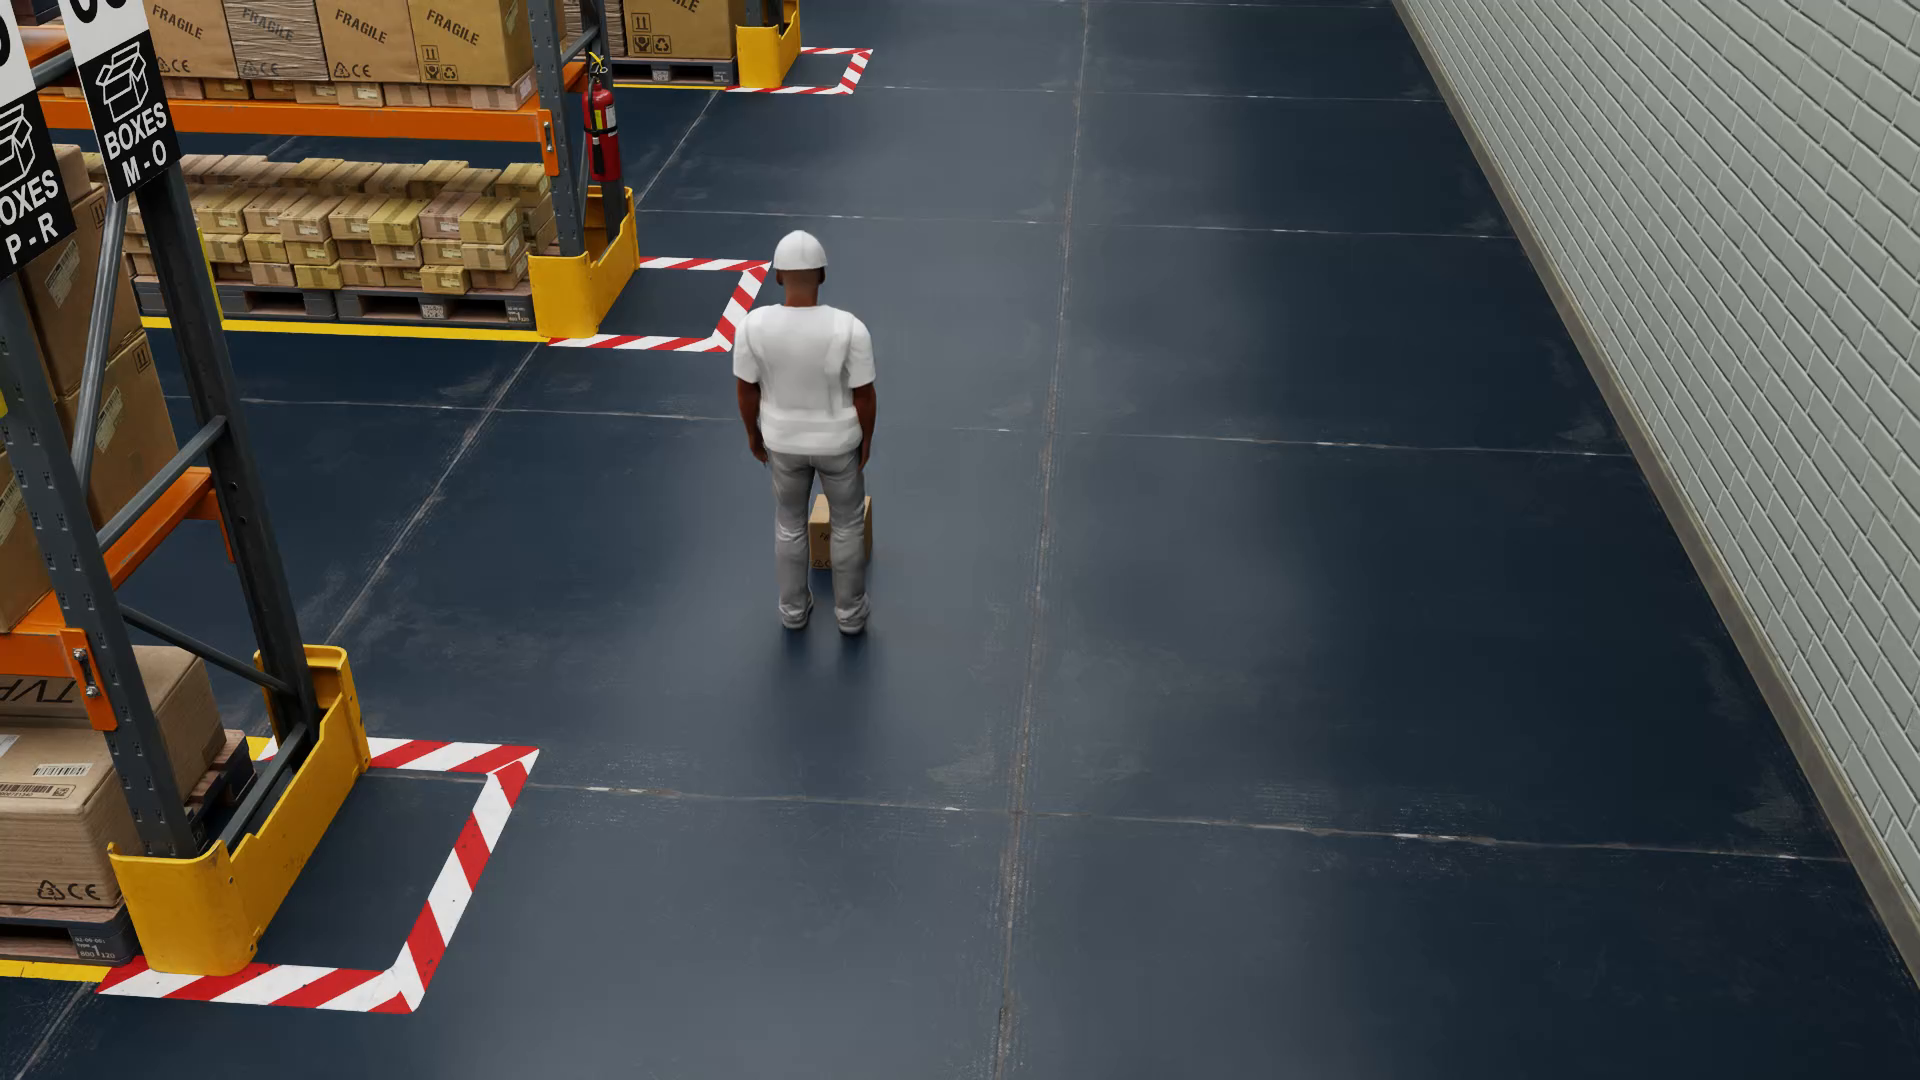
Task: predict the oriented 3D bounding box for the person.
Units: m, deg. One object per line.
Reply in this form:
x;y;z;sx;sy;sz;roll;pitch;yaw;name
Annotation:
-0.613;-0.416;6.791;0.567;1.764;0.363;3;32;5;person
